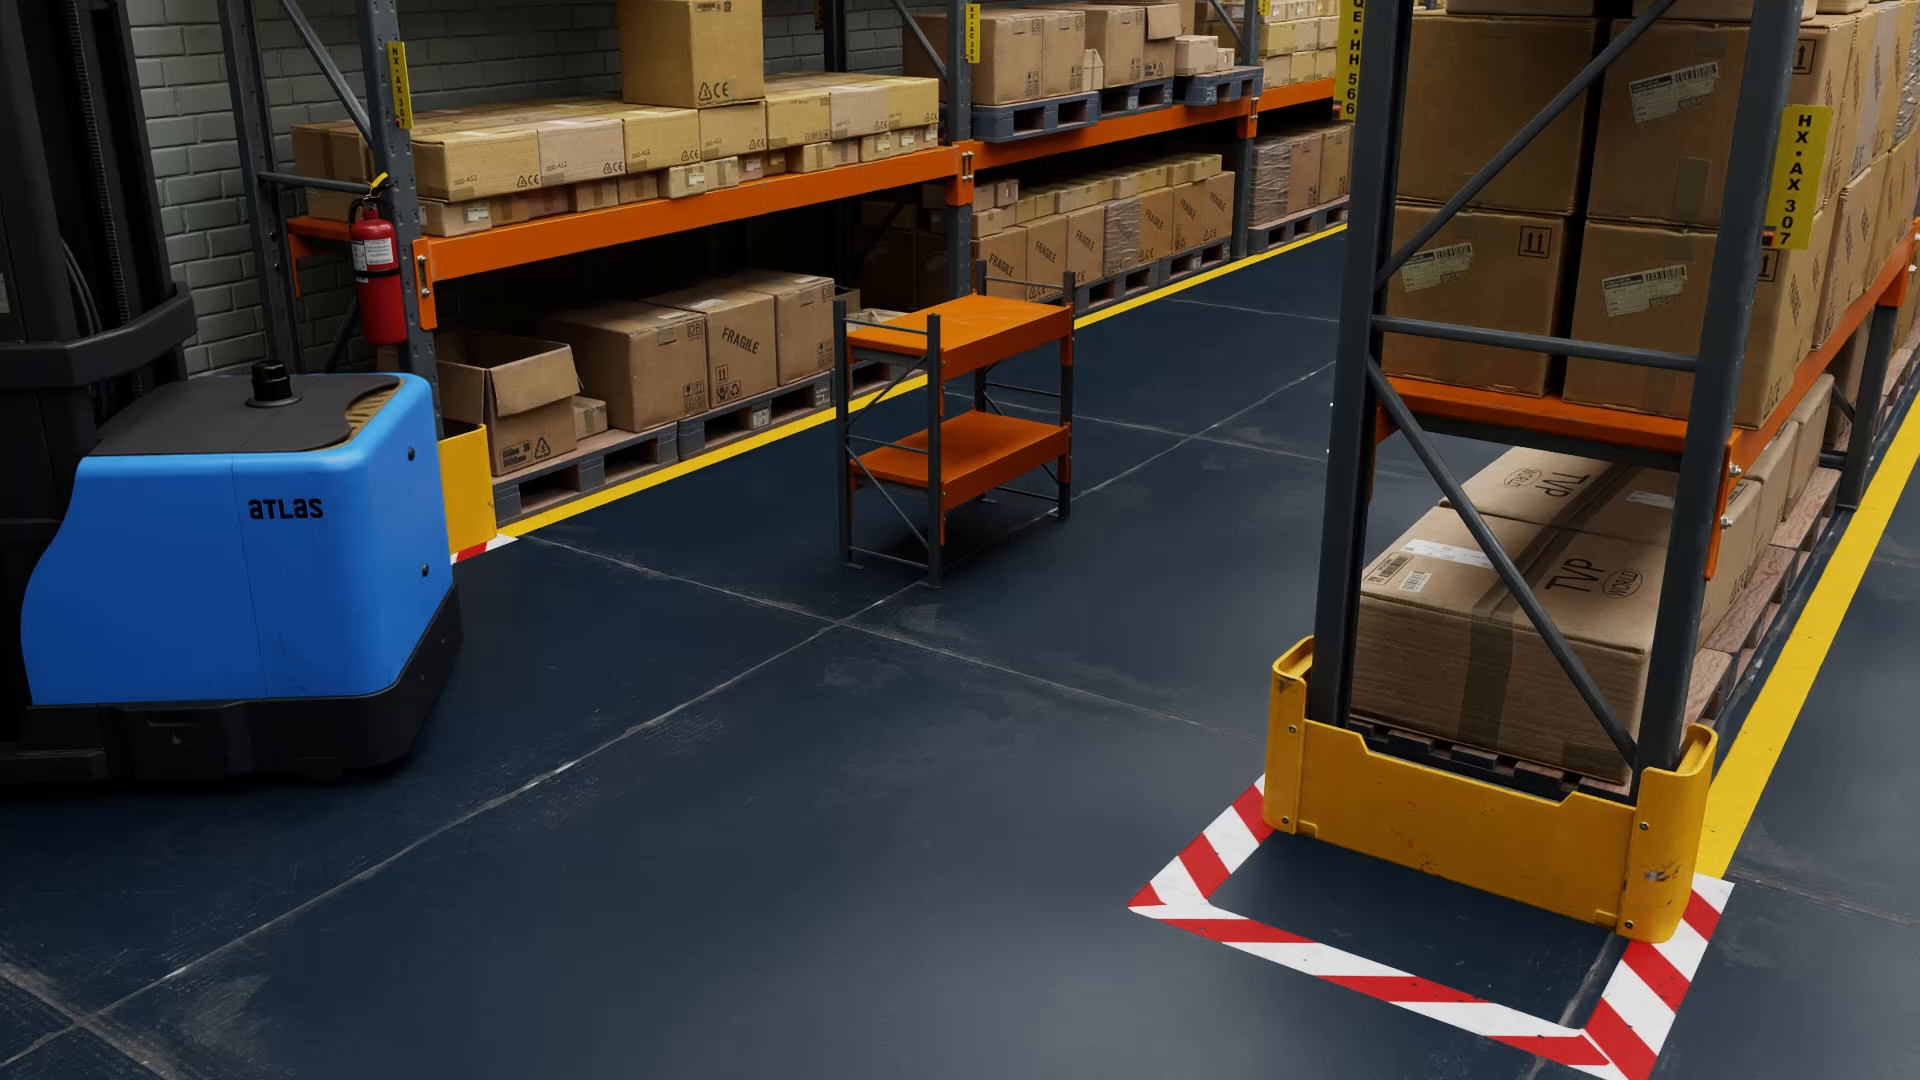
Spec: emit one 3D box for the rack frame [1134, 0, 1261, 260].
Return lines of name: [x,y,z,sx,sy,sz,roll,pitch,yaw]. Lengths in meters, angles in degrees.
rack frame: [1.865,-3.765,13.120,1.000,3.000,0.127,13,24,32]

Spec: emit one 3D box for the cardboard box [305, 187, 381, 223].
cardboard box: [-2.667,-1.499,7.357,0.380,0.149,0.250,13,24,31]

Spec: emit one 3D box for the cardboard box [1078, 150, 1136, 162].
cardboard box: [1.143,-2.934,12.936,0.380,0.149,0.250,14,25,33]

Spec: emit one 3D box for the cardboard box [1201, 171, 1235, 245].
cardboard box: [1.806,-2.627,13.040,0.500,0.500,0.500,14,25,33]

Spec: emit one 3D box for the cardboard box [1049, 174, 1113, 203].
cardboard box: [0.848,-2.467,11.674,0.380,0.149,0.250,13,24,32]

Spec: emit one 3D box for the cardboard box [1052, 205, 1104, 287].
cardboard box: [0.650,-2.034,11.438,0.500,0.500,0.500,12,24,30]

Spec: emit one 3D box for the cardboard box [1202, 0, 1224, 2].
cardboard box: [1.936,-4.346,13.611,0.380,0.149,0.250,14,24,33]

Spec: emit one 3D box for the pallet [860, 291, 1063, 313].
pallet: [0.043,-1.550,11.152,1.003,0.211,1.213,13,24,32]

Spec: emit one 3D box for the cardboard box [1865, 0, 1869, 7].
cardboard box: [2.366,-1.591,4.722,0.380,0.149,0.250,12,24,30]

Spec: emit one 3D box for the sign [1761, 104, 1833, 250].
sign: [1.931,-0.836,3.840,0.100,0.325,0.005,13,24,32]

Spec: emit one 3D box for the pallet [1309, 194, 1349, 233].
pallet: [3.047,-3.035,15.164,1.003,0.211,1.213,13,24,32]

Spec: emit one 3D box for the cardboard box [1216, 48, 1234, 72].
cardboard box: [1.814,-3.581,12.379,0.380,0.149,0.250,14,24,33]

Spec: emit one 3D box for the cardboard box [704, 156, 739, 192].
cardboard box: [-1.324,-1.832,8.257,0.380,0.149,0.250,14,24,33]

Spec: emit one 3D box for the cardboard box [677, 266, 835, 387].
cardboard box: [-1.113,-1.187,9.148,0.700,0.500,0.500,12,24,30]

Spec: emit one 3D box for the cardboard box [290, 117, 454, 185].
cardboard box: [-2.593,-1.723,7.386,0.500,0.250,0.500,14,25,33]

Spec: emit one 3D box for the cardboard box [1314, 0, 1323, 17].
cardboard box: [2.813,-4.461,13.923,0.380,0.149,0.250,14,24,32]

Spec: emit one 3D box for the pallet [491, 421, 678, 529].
pallet: [-2.142,-0.413,8.077,1.003,0.211,1.213,13,24,32]

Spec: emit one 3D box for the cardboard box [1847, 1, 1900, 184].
cardboard box: [2.549,-1.400,5.140,0.500,0.500,0.500,13,24,31]

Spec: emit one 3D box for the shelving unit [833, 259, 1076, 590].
shelving unit: [-0.004,-0.526,7.065,0.538,1.125,1.048,13,24,32]

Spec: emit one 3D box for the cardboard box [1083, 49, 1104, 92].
cardboard box: [0.715,-3.075,10.843,0.396,0.266,0.258,15,25,34]

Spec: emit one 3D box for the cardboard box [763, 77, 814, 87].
cardboard box: [-1.161,-2.452,9.358,0.500,0.250,0.500,13,24,31]

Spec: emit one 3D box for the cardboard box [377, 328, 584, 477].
cardboard box: [-2.209,-0.653,7.700,0.797,0.503,0.637,12,24,30]

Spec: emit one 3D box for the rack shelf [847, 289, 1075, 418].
rack shelf: [-0.004,-0.800,6.963,0.538,0.278,1.000,13,24,32]

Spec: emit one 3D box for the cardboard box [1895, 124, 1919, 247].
cardboard box: [3.675,-1.515,6.892,0.500,0.500,0.500,14,24,32]

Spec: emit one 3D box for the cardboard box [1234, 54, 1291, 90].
cardboard box: [2.317,-3.775,13.362,0.500,0.250,0.500,13,24,32]

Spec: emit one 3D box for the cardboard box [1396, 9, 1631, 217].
cardboard box: [1.550,-1.203,4.609,0.500,0.500,0.500,14,25,34]

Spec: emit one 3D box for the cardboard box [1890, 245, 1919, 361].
cardboard box: [5.011,-1.562,9.620,0.875,0.875,0.875,14,24,32]

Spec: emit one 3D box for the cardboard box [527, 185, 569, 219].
cardboard box: [-1.996,-1.557,7.513,0.380,0.149,0.250,13,24,31]

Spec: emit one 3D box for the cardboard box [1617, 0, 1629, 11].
cardboard box: [1.635,-1.543,4.591,0.380,0.149,0.250,14,24,33]

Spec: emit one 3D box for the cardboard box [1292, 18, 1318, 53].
cardboard box: [2.599,-4.152,13.663,0.500,0.250,0.500,14,25,33]

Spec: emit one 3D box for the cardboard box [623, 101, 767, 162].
cardboard box: [-1.319,-2.058,8.293,0.500,0.250,0.500,13,24,30]

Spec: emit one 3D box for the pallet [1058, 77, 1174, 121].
pallet: [0.776,-3.116,11.643,1.003,0.211,1.213,13,24,32]

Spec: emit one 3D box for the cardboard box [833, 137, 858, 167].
cardboard box: [-0.778,-2.131,9.064,0.380,0.149,0.250,14,24,33]

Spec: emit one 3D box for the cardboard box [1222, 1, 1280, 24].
cardboard box: [2.288,-4.150,13.082,0.380,0.149,0.250,14,25,33]

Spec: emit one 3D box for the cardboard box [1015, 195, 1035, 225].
cardboard box: [0.265,-2.168,10.865,0.380,0.149,0.250,12,23,29]

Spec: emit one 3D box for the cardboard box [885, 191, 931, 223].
cardboard box: [-0.271,-2.185,10.910,0.380,0.149,0.250,13,24,32]

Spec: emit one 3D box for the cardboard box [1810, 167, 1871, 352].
cardboard box: [2.545,-0.925,5.297,0.500,0.500,0.500,13,24,32]

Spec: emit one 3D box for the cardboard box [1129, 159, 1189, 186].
cardboard box: [1.485,-2.752,12.443,0.380,0.149,0.250,12,24,30]

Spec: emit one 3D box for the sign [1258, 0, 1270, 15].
sign: [2.320,-4.168,12.654,0.100,0.325,0.005,13,24,32]

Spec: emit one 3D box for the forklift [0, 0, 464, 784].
forklift: [-3.286,-0.750,5.067,3.031,2.935,1.130,-1,20,-4]

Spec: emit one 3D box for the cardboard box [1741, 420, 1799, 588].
cardboard box: [2.780,-0.230,6.650,0.875,0.438,0.875,12,24,30]

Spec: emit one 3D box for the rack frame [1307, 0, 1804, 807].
rack frame: [1.476,-0.503,4.301,1.000,3.000,0.127,13,24,32]

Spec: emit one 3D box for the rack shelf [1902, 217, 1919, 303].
rack shelf: [4.848,-1.887,9.080,1.077,0.370,4.000,13,24,32]

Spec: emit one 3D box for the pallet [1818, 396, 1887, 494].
pallet: [4.096,-0.579,8.526,1.003,0.211,1.213,13,24,32]

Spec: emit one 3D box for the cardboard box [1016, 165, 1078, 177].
cardboard box: [0.632,-2.624,12.097,0.380,0.149,0.250,13,24,32]

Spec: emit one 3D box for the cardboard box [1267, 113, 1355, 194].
cardboard box: [3.387,-3.623,15.554,0.875,0.625,0.625,13,24,31]
